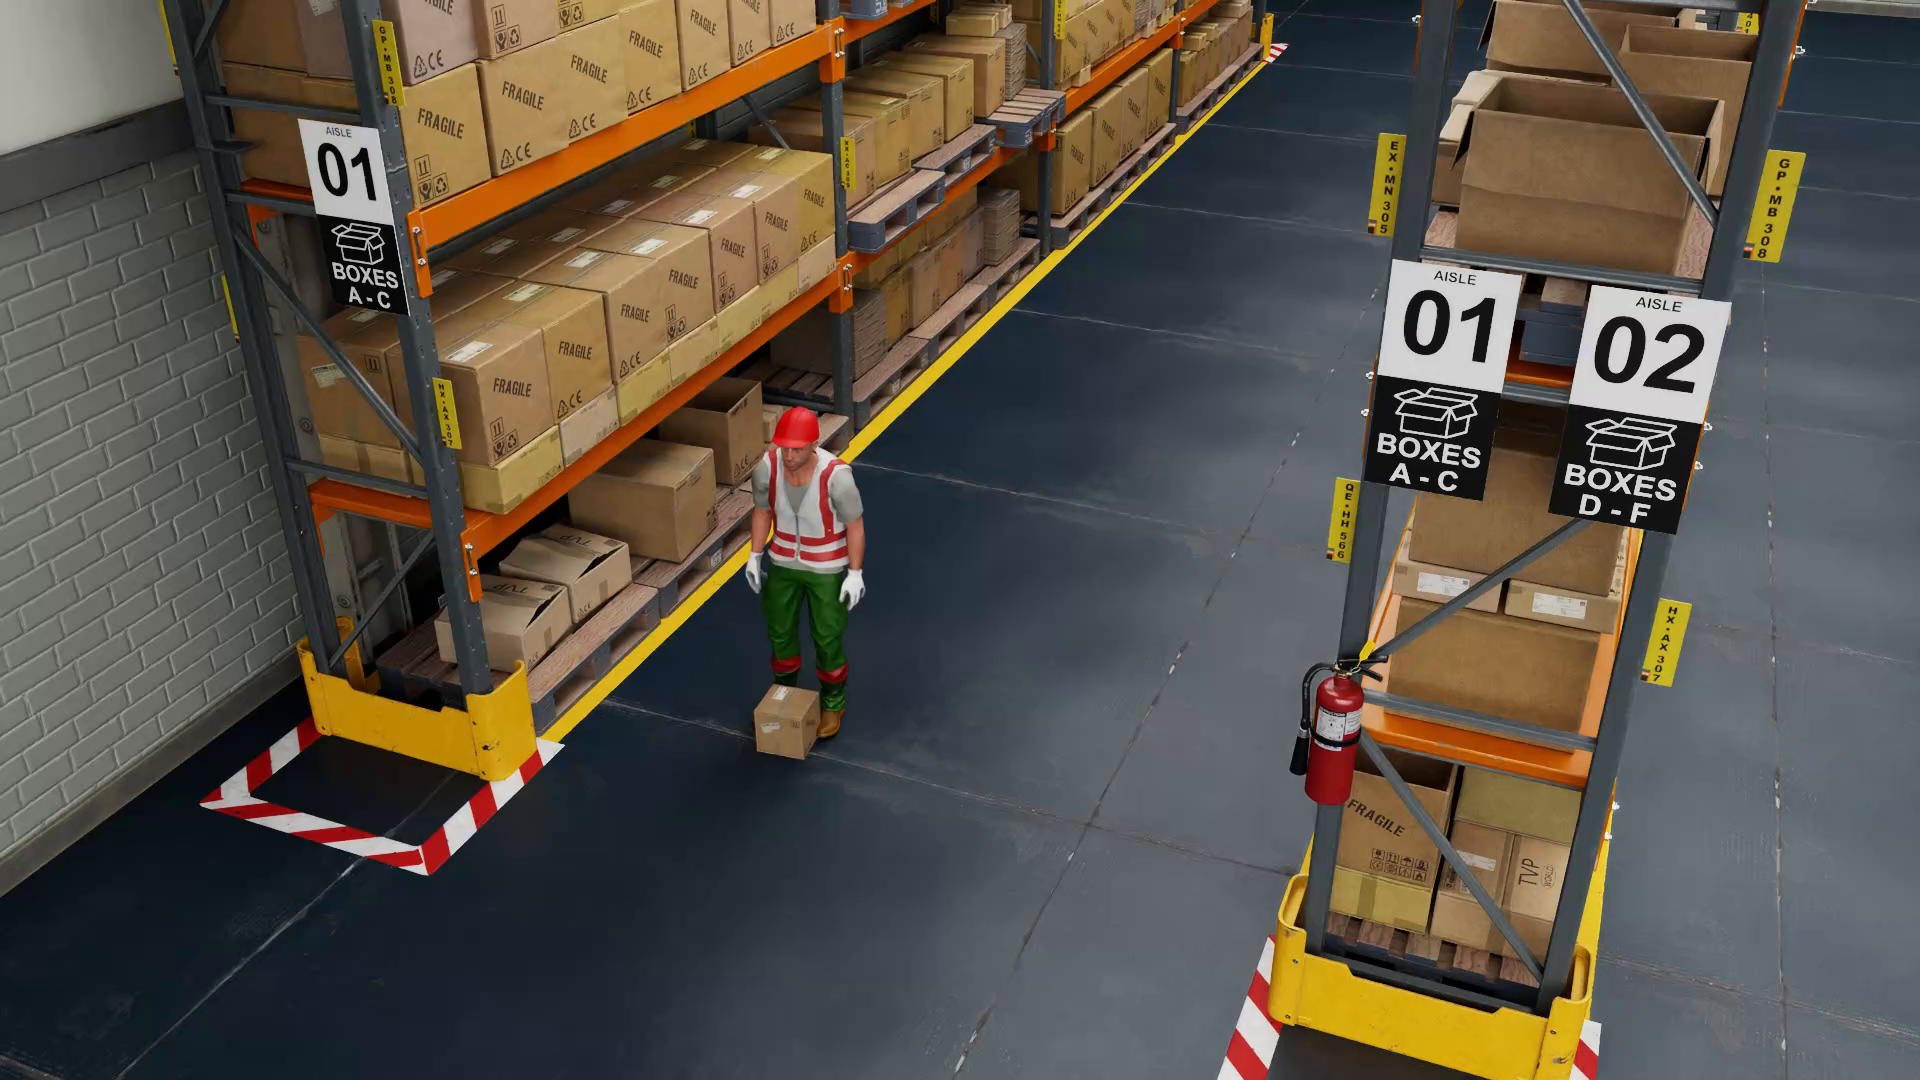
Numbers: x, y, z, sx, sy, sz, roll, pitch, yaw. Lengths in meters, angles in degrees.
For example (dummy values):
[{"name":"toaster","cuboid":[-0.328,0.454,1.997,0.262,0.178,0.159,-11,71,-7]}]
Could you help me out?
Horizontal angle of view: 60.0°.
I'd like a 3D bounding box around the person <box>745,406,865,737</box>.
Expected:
[{"name":"person","cuboid":[-0.754,0.144,8.128,0.620,1.780,0.446,10,31,16]}]
